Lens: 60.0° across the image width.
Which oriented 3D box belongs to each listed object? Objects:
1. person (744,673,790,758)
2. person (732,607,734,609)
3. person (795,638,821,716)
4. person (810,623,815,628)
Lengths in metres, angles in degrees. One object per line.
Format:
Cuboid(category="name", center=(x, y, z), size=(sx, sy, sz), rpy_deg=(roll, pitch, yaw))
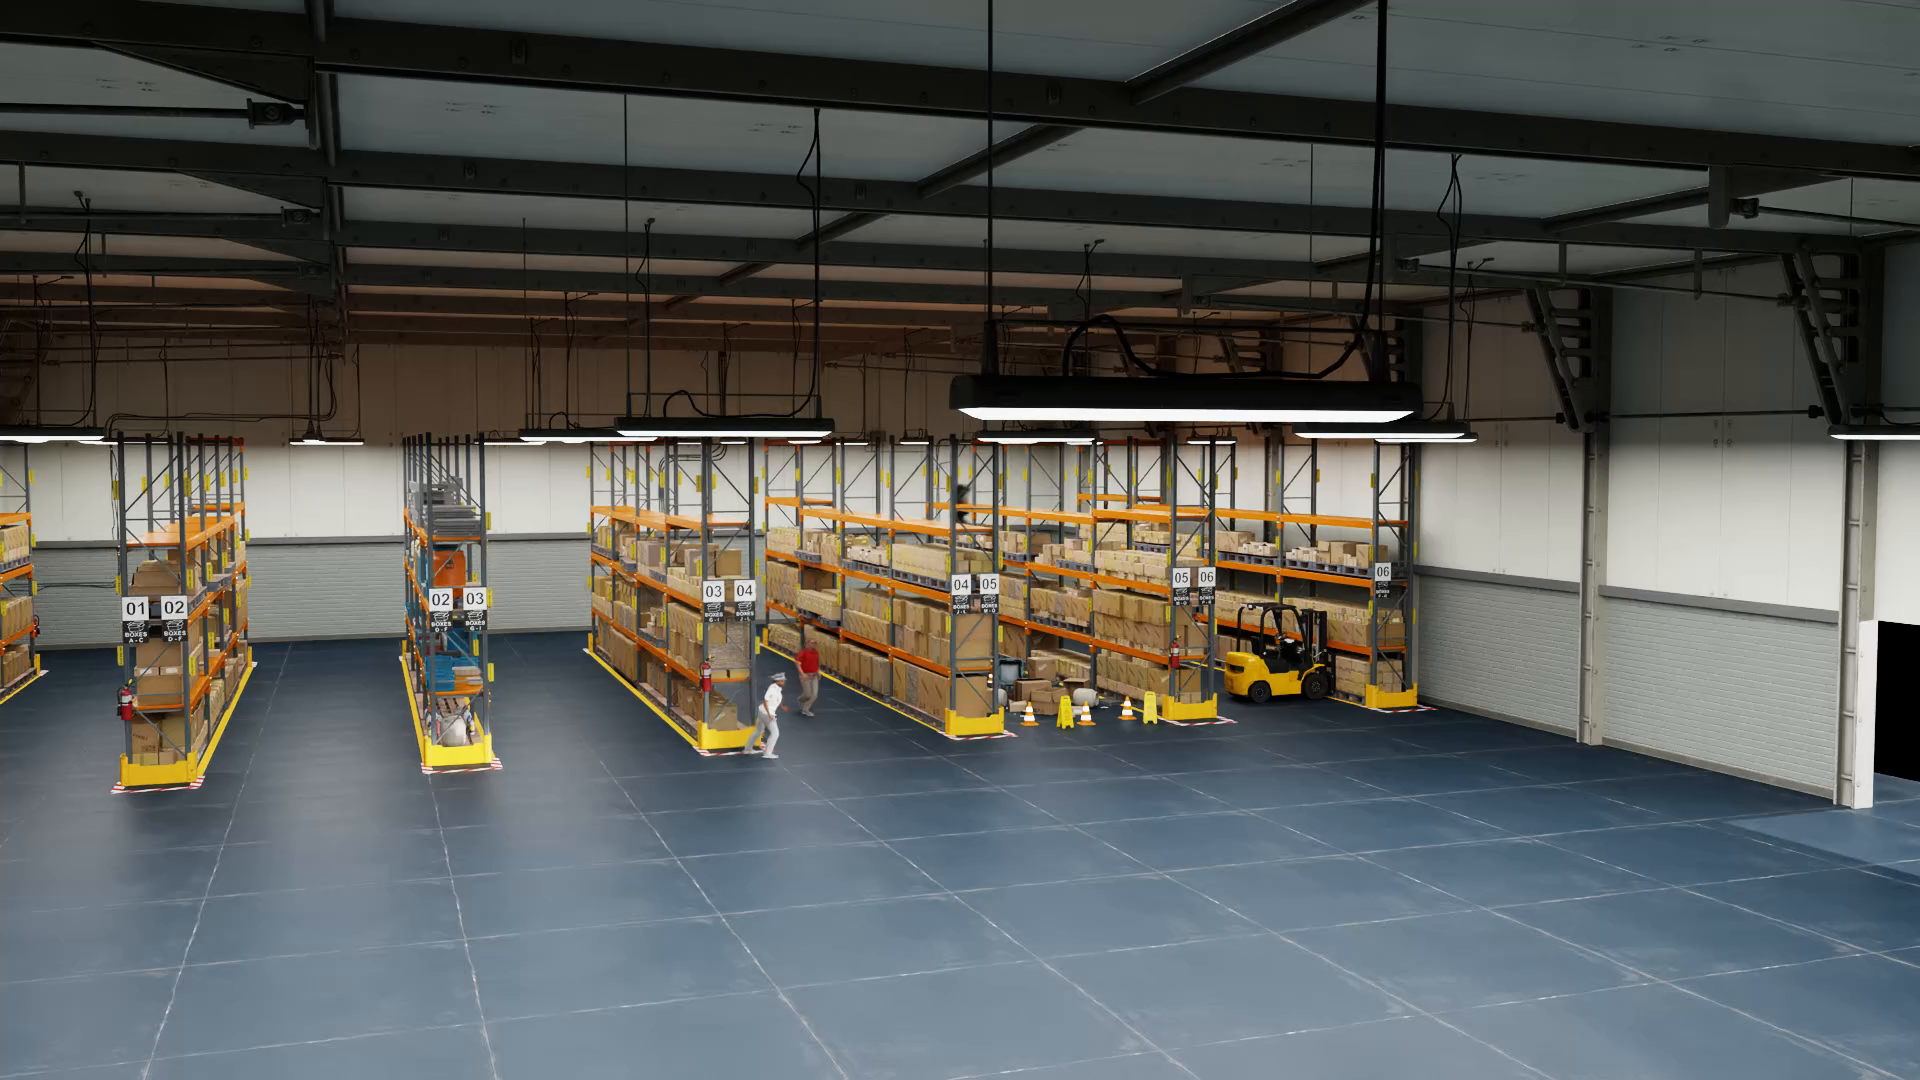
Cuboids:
Cuboid(category="person", center=(-3.574, 3.232, 30.742), size=(0.859, 1.597, 0.633), rpy_deg=(0, 3, -9))
Cuboid(category="person", center=(-6.359, 2.163, 48.863), size=(0.708, 1.757, 0.852), rpy_deg=(1, 3, 22))
Cuboid(category="person", center=(-3.282, 2.925, 35.622), size=(0.659, 1.671, 0.572), rpy_deg=(-3, 4, -41))
Cuboid(category="person", center=(-4.333, 2.039, 51.171), size=(0.575, 1.709, 0.820), rpy_deg=(3, 4, 41))
